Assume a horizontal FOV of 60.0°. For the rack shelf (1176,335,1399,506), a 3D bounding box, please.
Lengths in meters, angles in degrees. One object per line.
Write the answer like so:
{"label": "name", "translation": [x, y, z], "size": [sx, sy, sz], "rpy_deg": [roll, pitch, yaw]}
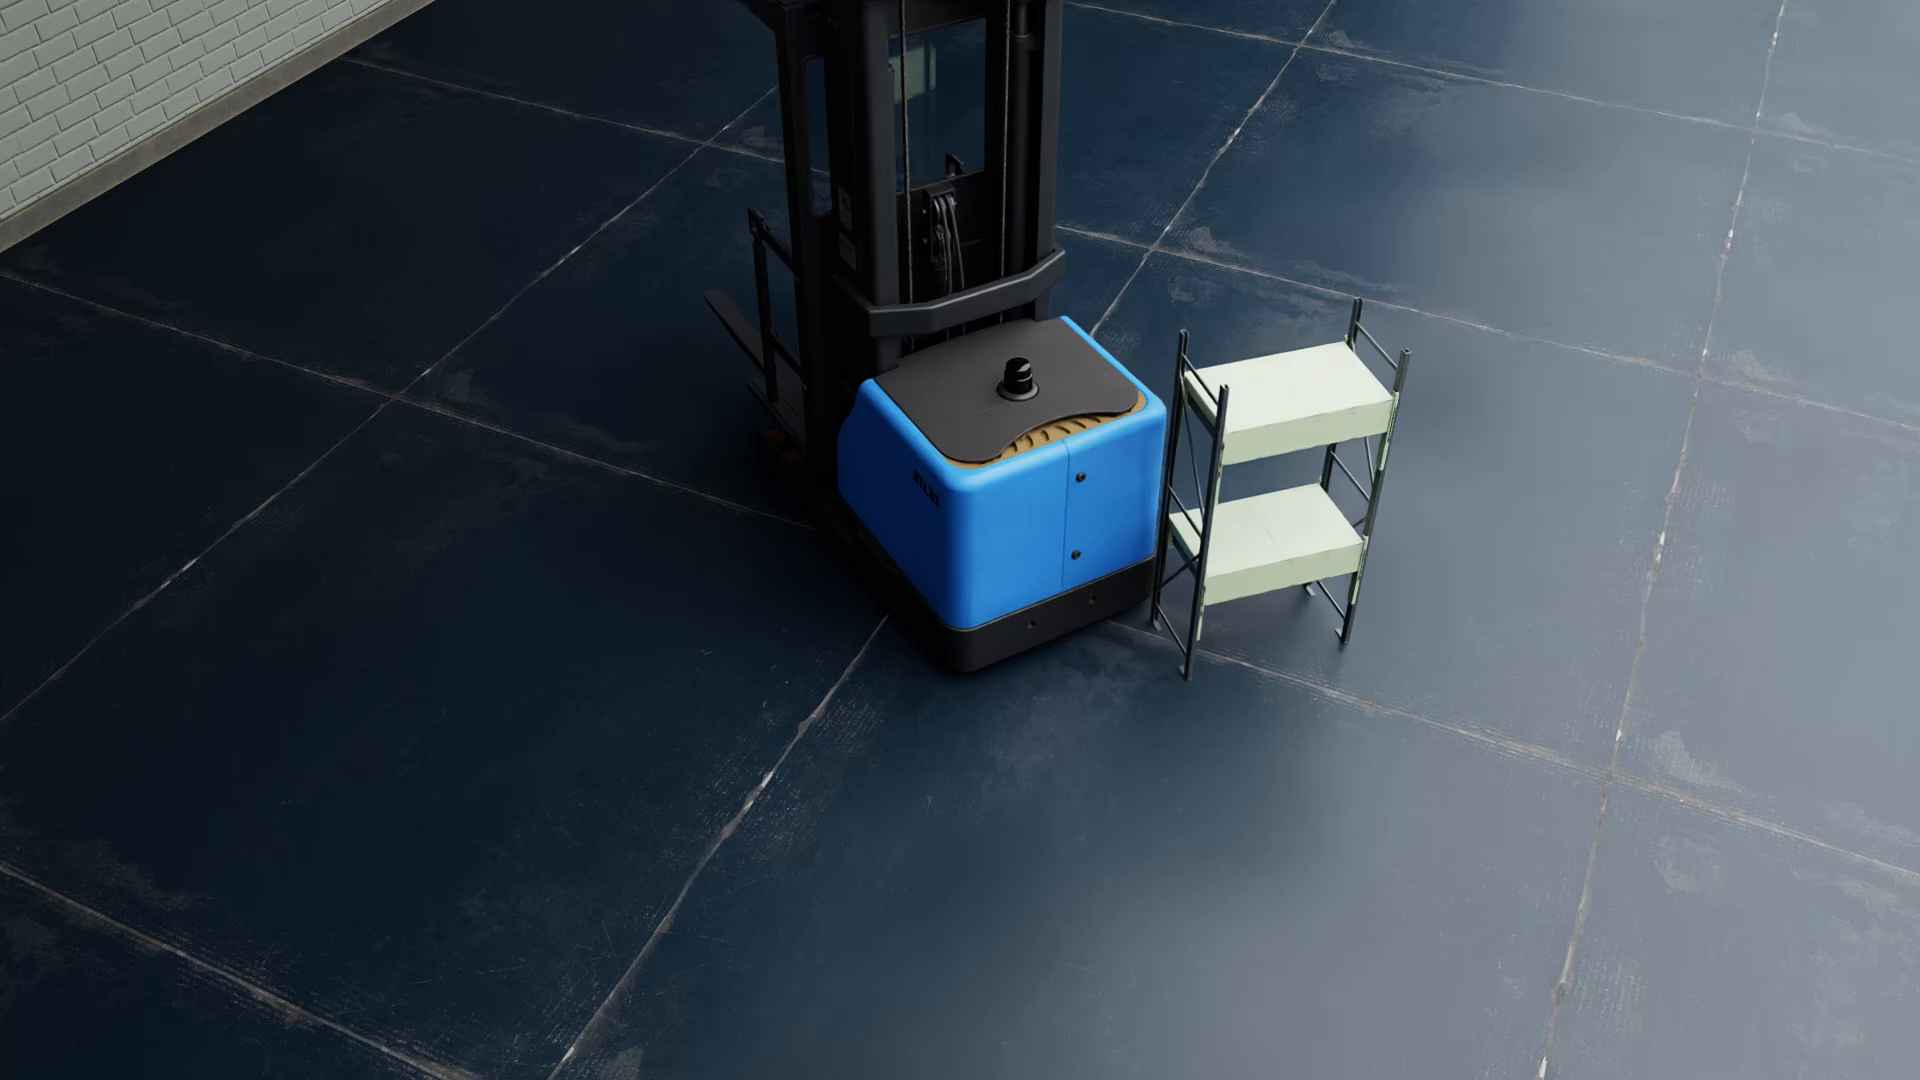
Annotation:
{"label": "rack shelf", "translation": [1.246, -0.469, 6.434], "size": [0.720, 0.370, 0.431], "rpy_deg": [-12, 42, -13]}

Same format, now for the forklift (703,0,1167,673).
{"label": "forklift", "translation": [-0.322, -1.509, 7.137], "size": [1.130, 2.935, 3.031], "rpy_deg": [-20, 45, -22]}

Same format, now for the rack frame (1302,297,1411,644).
{"label": "rack frame", "translation": [1.595, -0.247, 6.774], "size": [0.023, 1.500, 0.400], "rpy_deg": [-12, 42, -13]}

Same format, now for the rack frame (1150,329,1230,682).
{"label": "rack frame", "translation": [0.898, -0.100, 6.605], "size": [0.023, 1.500, 0.400], "rpy_deg": [-12, 42, -13]}

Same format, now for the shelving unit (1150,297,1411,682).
{"label": "shelving unit", "translation": [1.246, -0.174, 6.689], "size": [0.755, 1.500, 0.431], "rpy_deg": [-12, 42, -13]}

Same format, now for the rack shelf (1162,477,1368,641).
{"label": "rack shelf", "translation": [1.246, 0.073, 6.903], "size": [0.720, 0.370, 0.431], "rpy_deg": [-12, 42, -13]}
